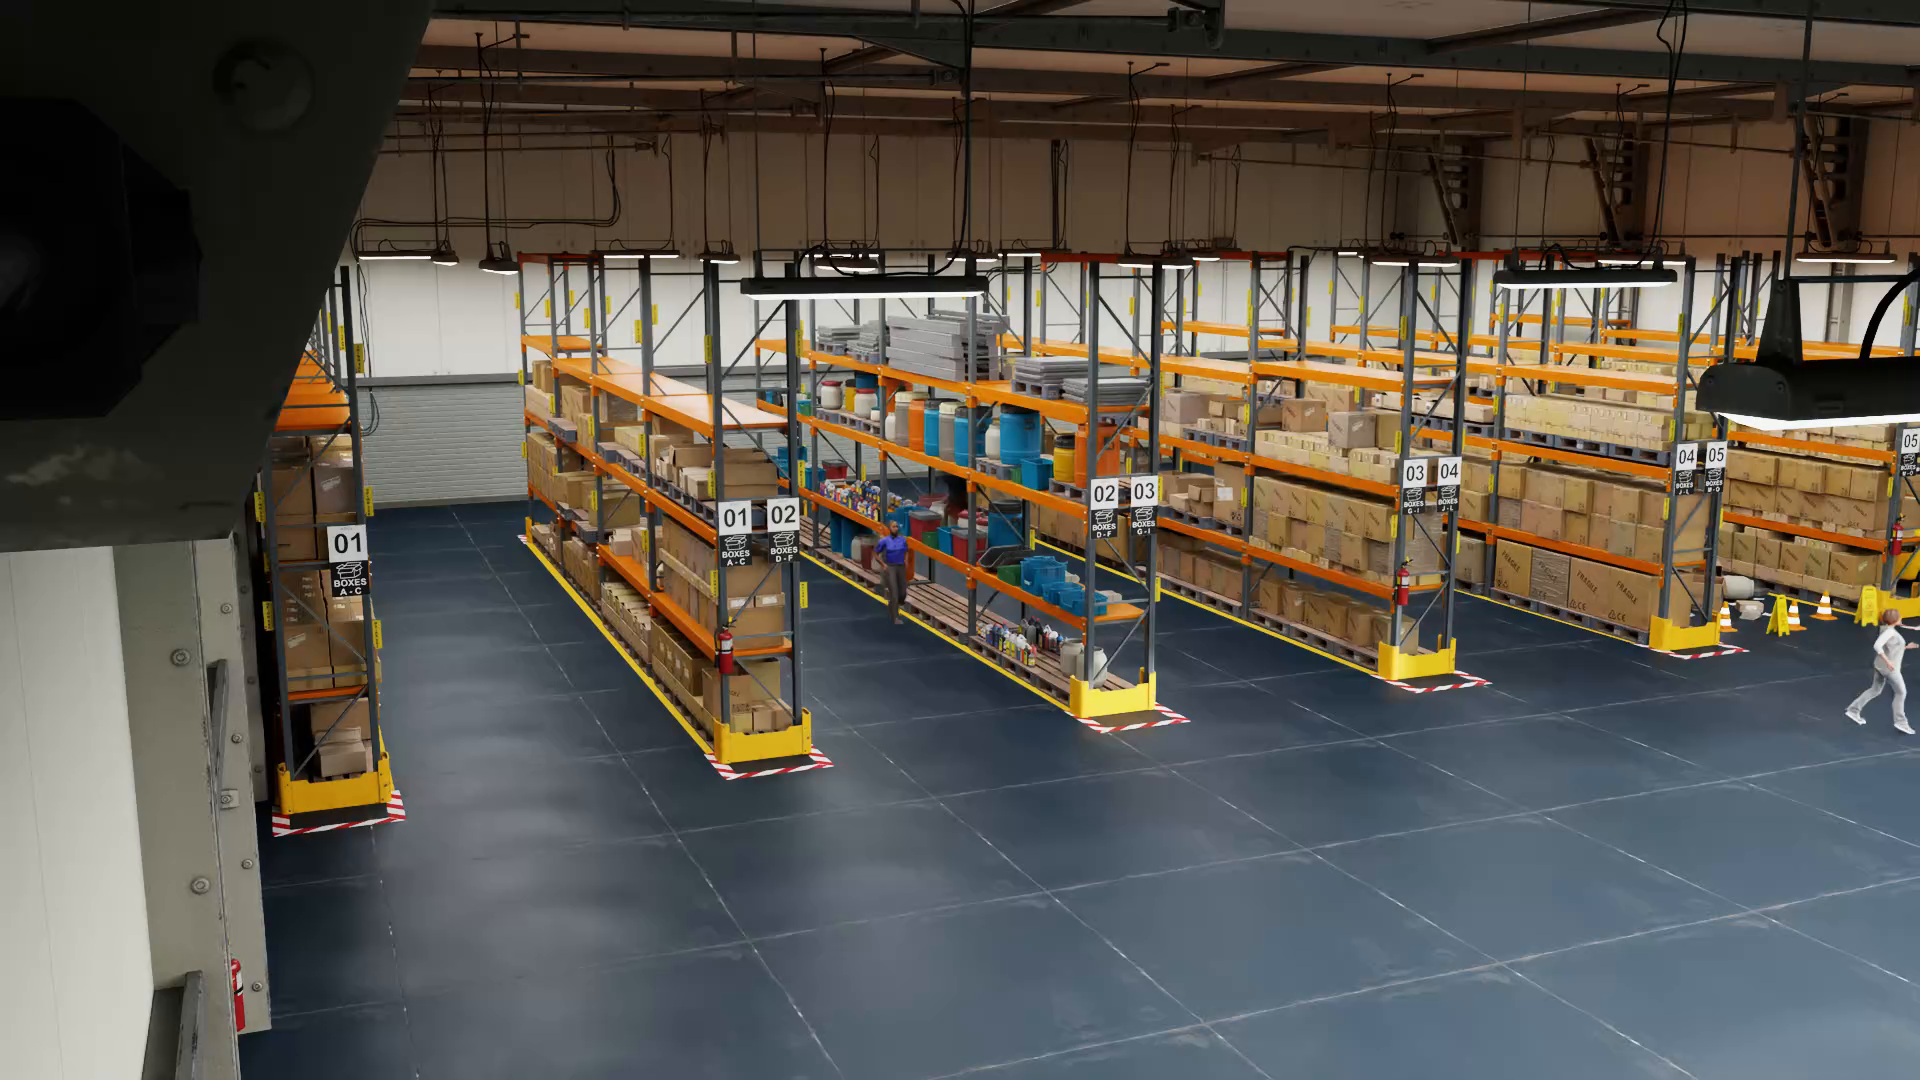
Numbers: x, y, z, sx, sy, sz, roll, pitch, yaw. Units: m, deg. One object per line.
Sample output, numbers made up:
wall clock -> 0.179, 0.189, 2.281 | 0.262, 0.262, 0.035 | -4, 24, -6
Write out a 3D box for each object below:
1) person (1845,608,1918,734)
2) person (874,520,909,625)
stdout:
person -> 11.894, 1.671, 21.369 | 0.809, 1.622, 0.520 | 2, 11, 12
person -> -1.049, 0.495, 26.226 | 0.580, 1.621, 0.639 | -5, 11, -25
